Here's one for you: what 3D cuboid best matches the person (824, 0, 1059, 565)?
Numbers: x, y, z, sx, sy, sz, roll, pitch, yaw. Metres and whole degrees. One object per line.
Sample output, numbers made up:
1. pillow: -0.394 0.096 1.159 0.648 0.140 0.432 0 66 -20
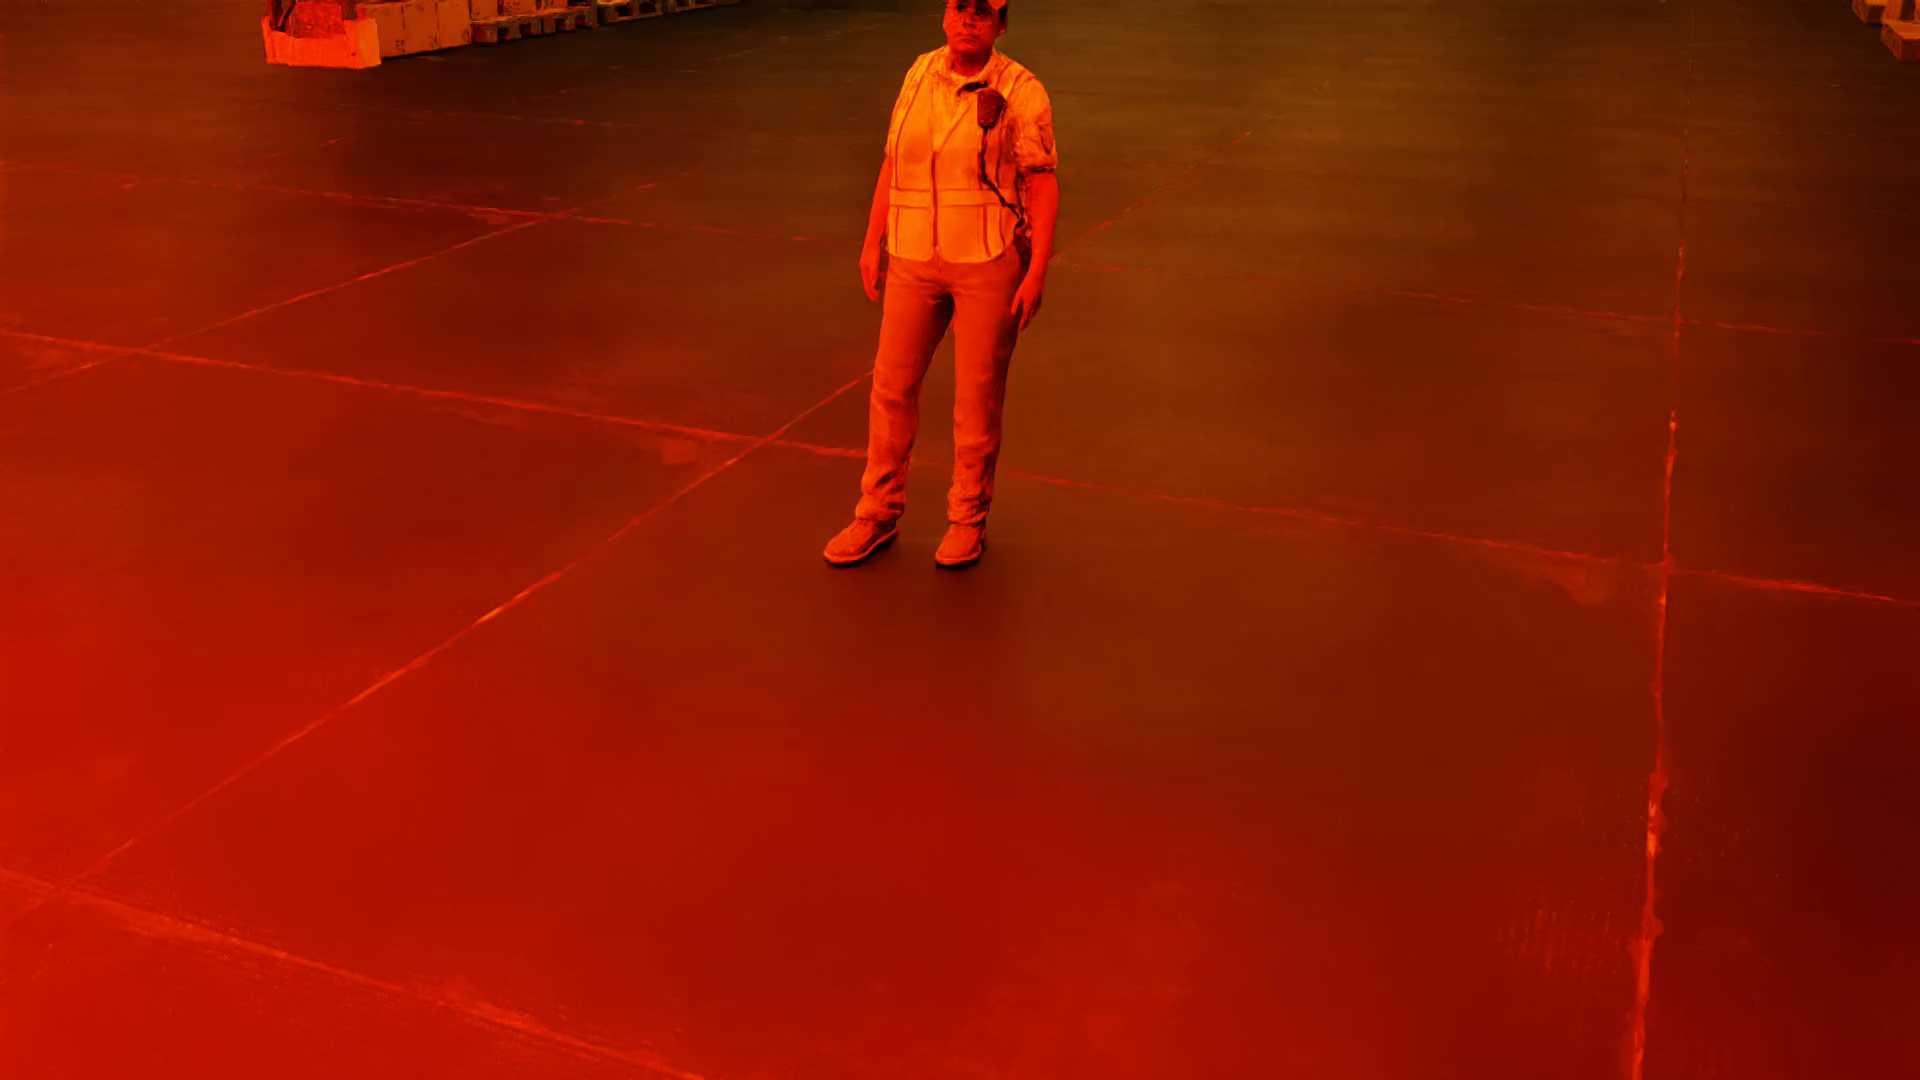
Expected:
1. person: -0.050 -0.752 4.712 0.598 1.669 0.529 9 24 21
